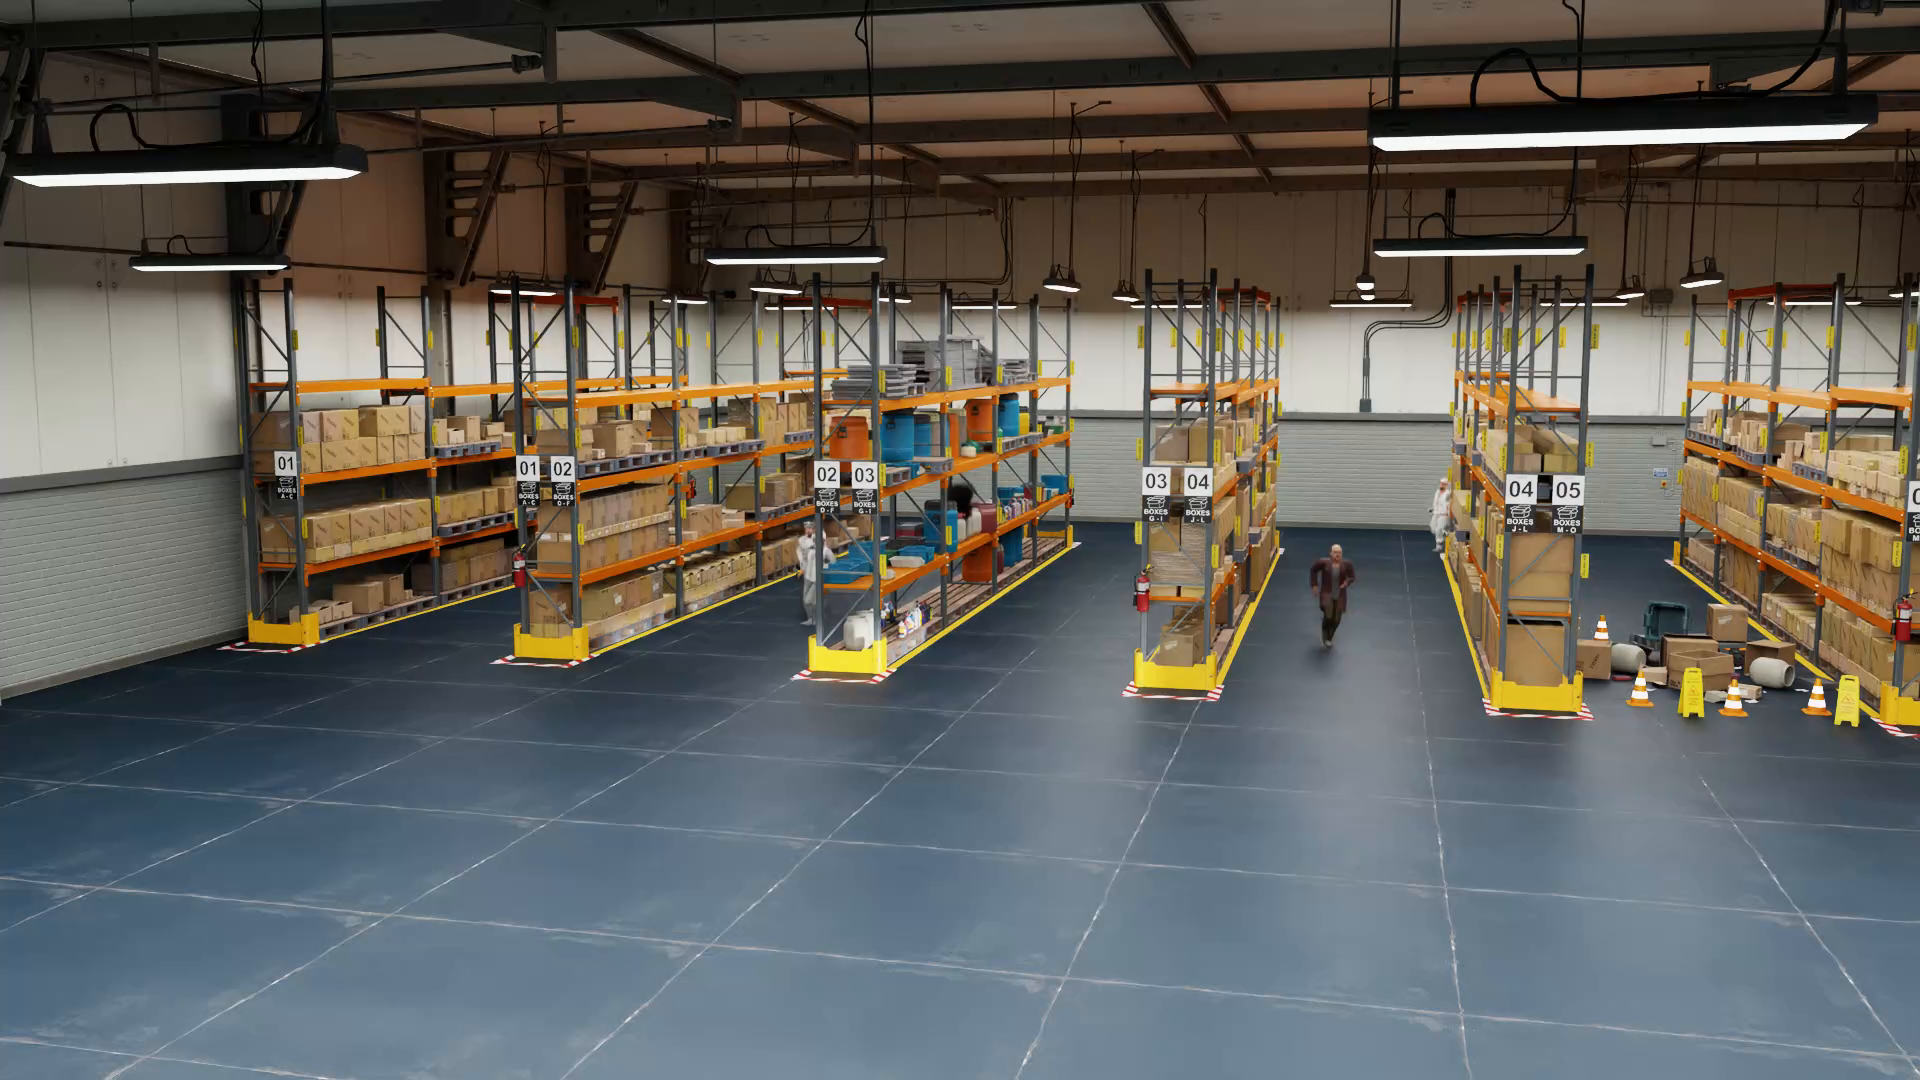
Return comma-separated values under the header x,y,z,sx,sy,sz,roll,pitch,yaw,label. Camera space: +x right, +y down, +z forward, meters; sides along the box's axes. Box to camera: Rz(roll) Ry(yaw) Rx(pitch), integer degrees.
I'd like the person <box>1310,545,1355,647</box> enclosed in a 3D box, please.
x,y,z,sx,sy,sz,roll,pitch,yaw,label
6.037,0.918,26.887,0.665,1.700,0.762,0,7,-2,person

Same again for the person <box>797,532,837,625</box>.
x,y,z,sx,sy,sz,roll,pitch,yaw,label
-2.519,0.682,28.965,0.710,1.706,0.505,6,9,40,person

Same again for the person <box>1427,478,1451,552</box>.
x,y,z,sx,sy,sz,roll,pitch,yaw,label
11.487,-0.593,39.514,0.627,1.741,0.656,-4,8,-33,person

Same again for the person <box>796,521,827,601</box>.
x,y,z,sx,sy,sz,roll,pitch,yaw,label
-2.740,0.478,30.933,0.616,1.708,0.695,1,7,4,person
